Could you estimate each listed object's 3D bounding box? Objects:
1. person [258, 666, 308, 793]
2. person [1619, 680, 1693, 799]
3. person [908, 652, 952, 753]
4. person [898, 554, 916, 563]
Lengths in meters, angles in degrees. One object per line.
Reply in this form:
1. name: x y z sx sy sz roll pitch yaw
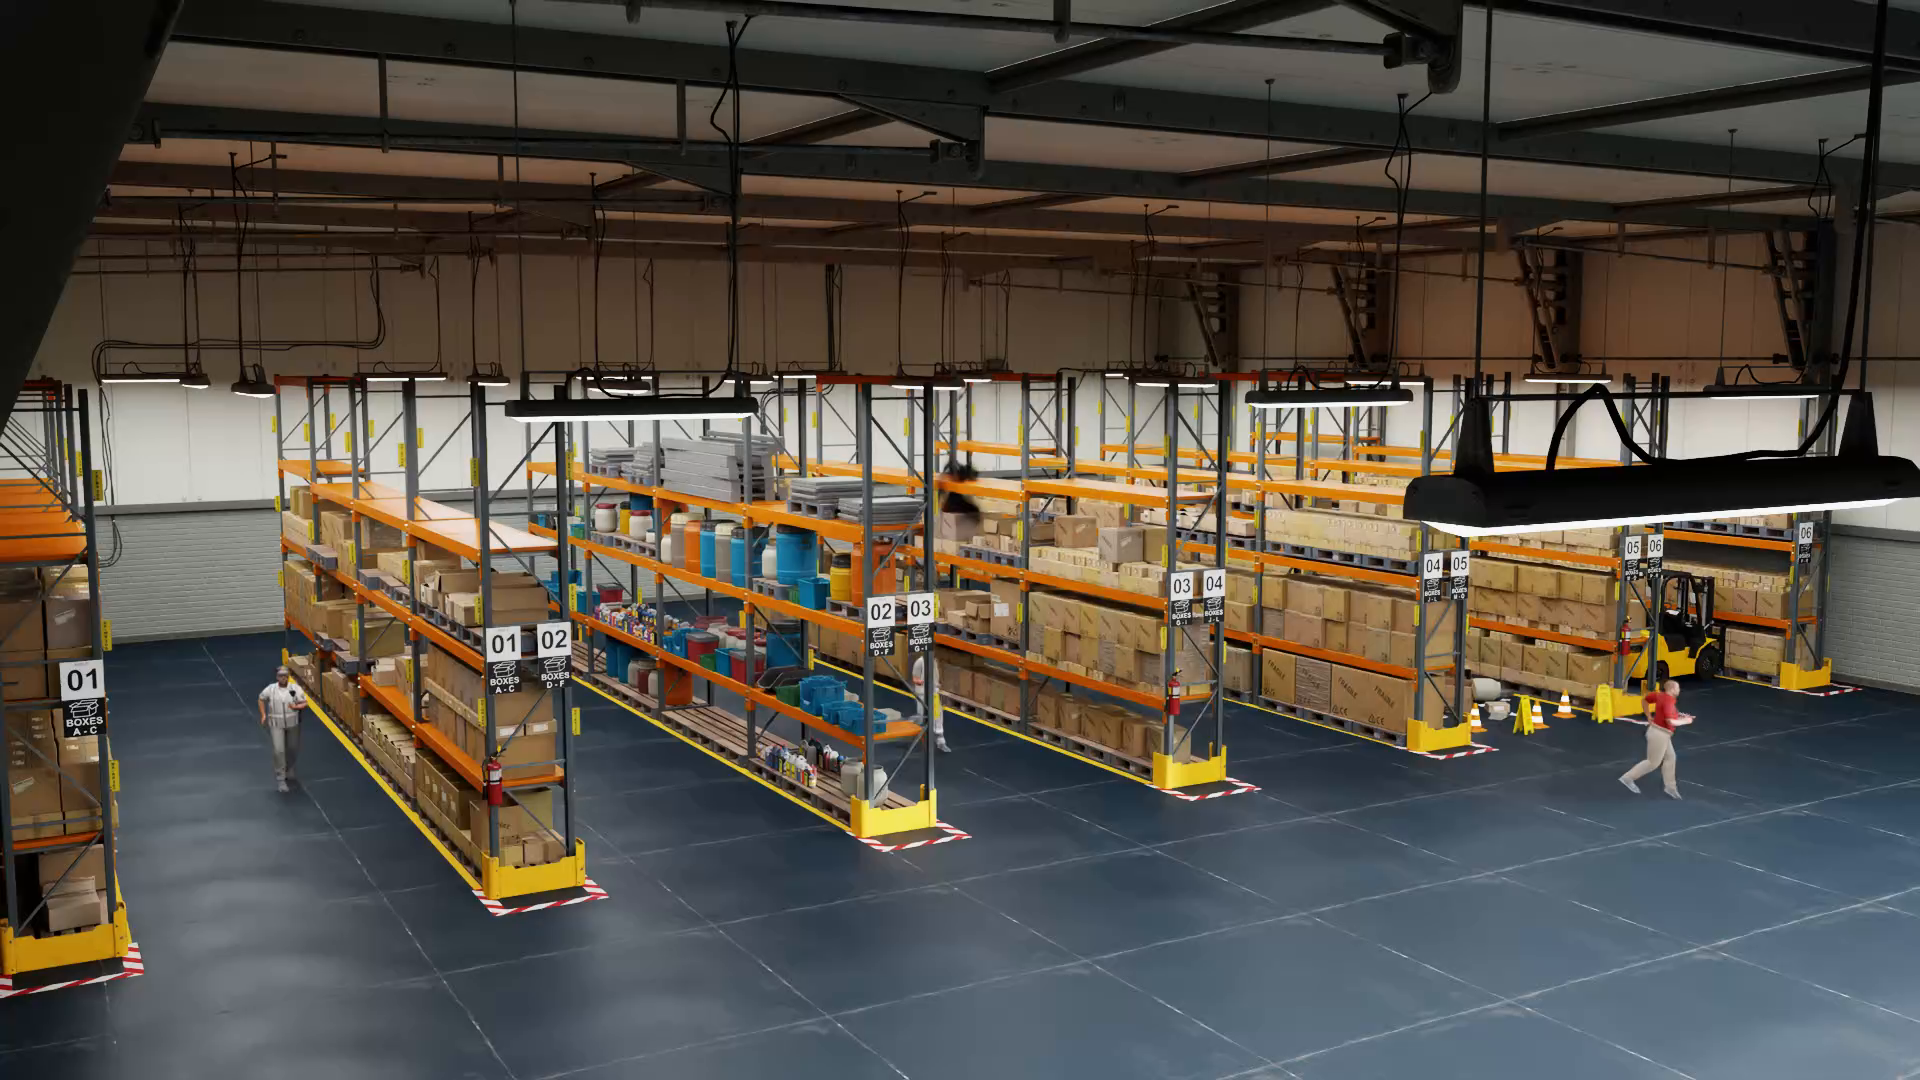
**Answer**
1. person: -9.986 2.740 24.589 0.653 1.799 0.921 -3 7 -29
2. person: 10.030 2.891 23.965 0.952 1.791 0.677 1 6 13
3. person: -0.545 2.501 26.843 0.985 1.793 0.655 5 8 37
4. person: -1.369 1.016 40.914 0.738 1.693 0.571 3 7 26
